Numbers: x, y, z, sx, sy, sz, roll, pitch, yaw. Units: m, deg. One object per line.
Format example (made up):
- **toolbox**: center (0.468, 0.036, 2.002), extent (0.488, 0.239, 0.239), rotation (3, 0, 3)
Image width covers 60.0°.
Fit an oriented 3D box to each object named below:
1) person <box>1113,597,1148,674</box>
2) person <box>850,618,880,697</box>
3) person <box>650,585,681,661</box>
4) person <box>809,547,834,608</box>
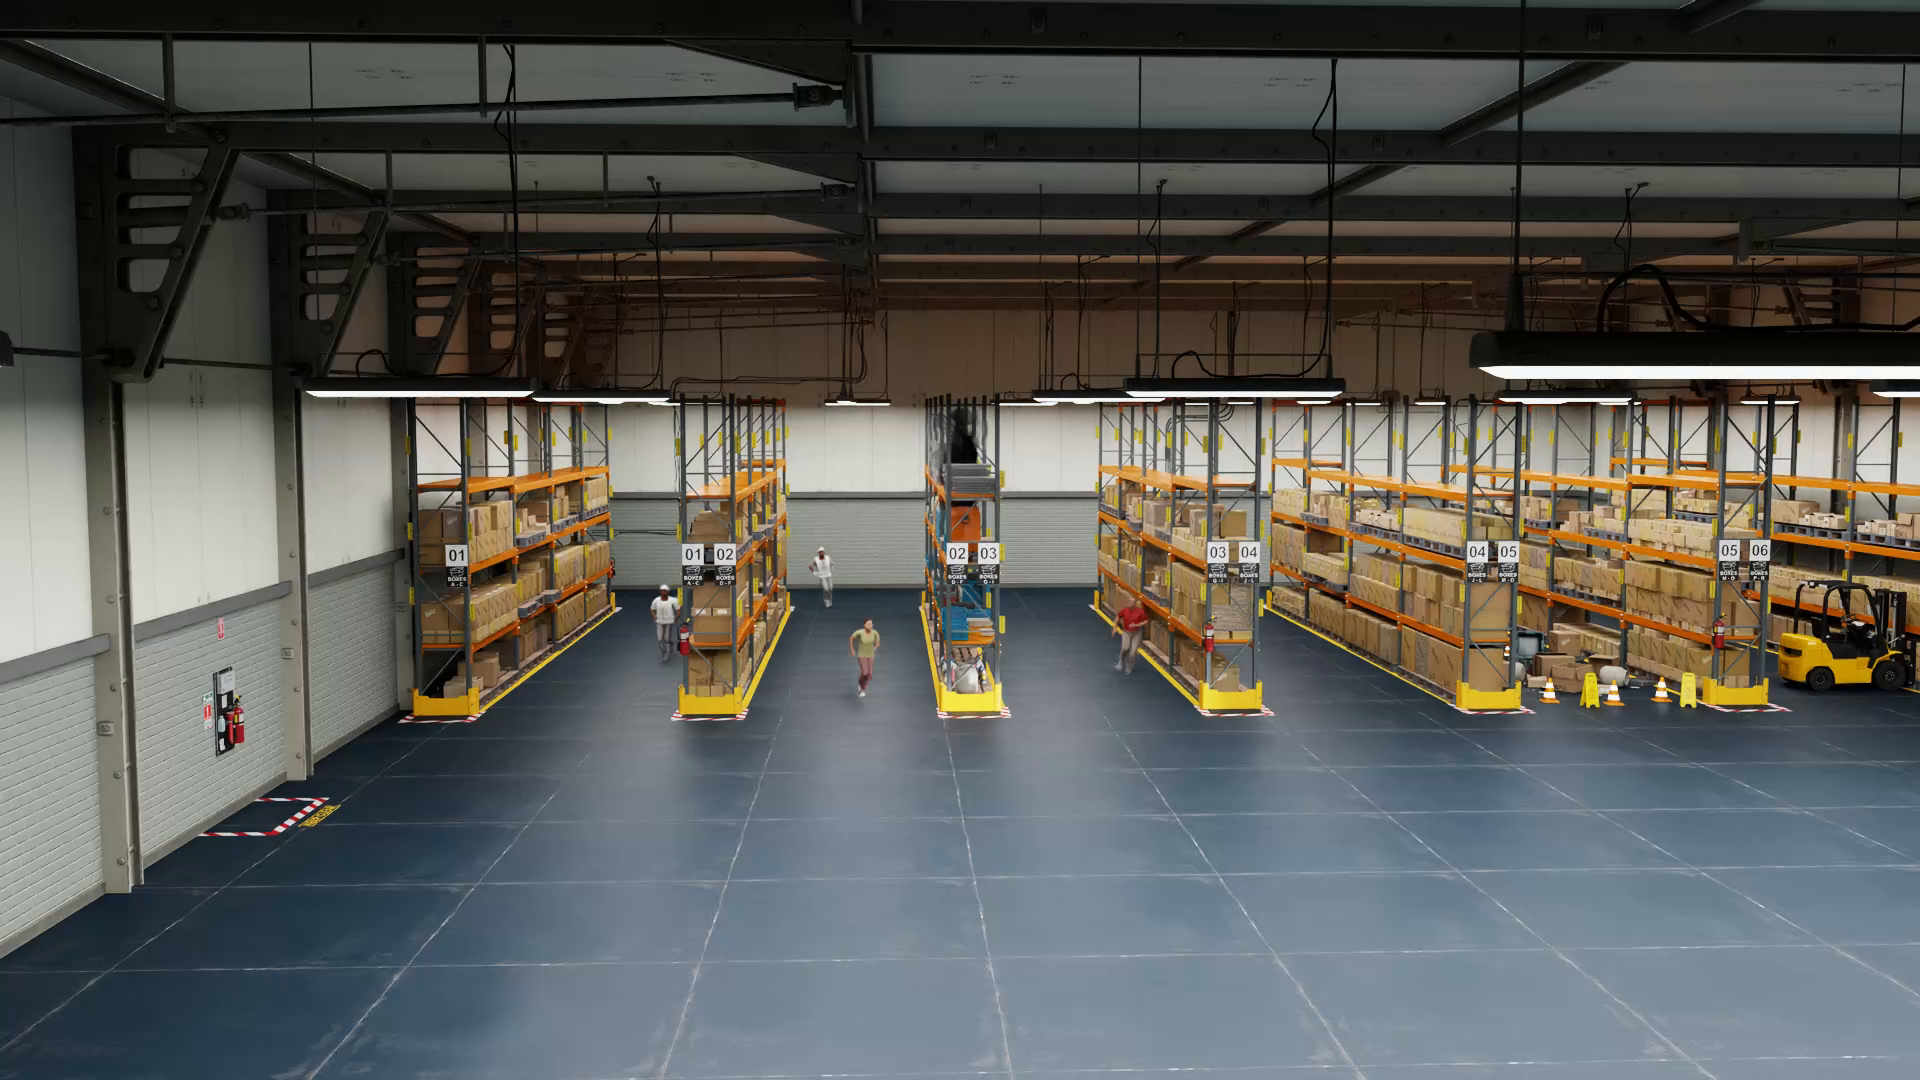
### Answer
- **person**: center (3.674, 2.065, 35.861), extent (0.760, 1.688, 0.603), rotation (0, 5, 5)
- **person**: center (-1.843, 2.318, 32.725), extent (0.543, 1.592, 0.684), rotation (-2, 5, -26)
- **person**: center (-6.721, 1.877, 37.896), extent (0.702, 1.726, 0.598), rotation (0, 5, 3)
- **person**: center (-3.923, 1.084, 47.837), extent (0.684, 1.765, 0.667), rotation (-2, 5, -29)
